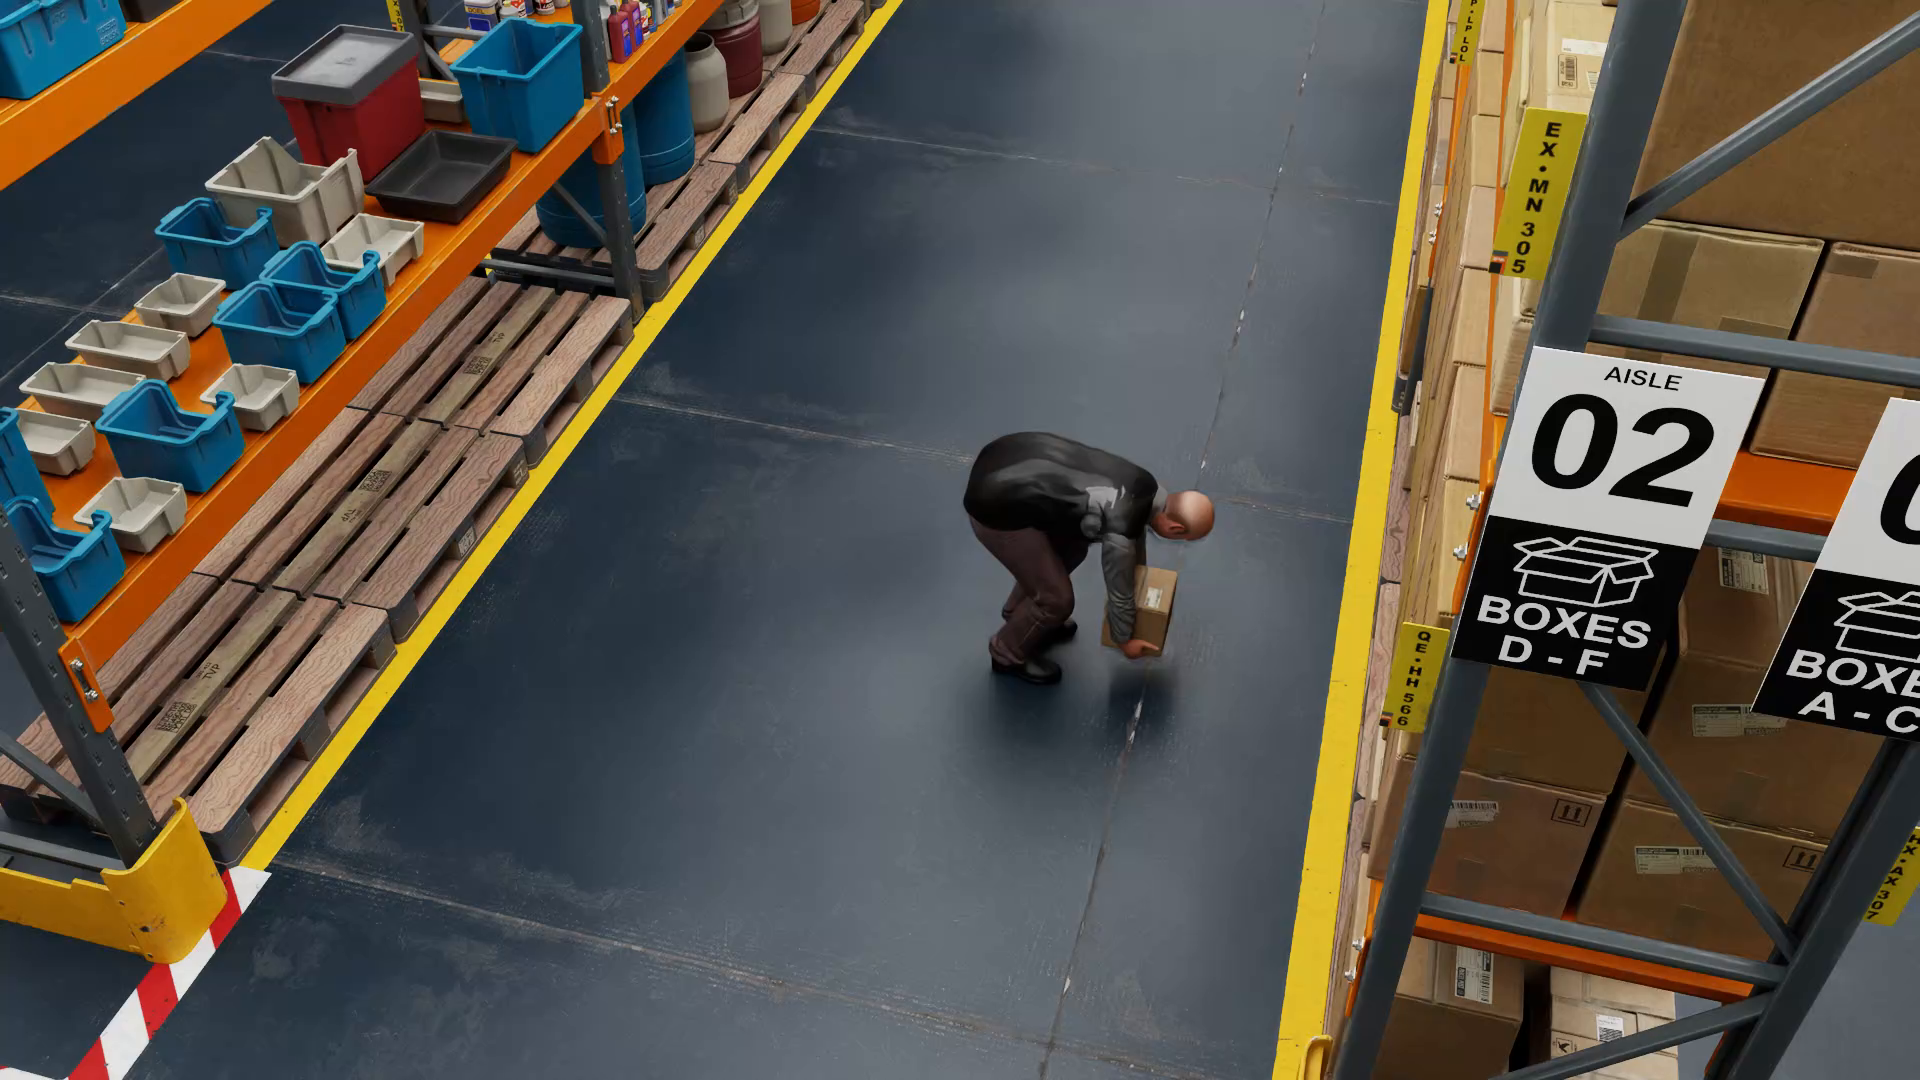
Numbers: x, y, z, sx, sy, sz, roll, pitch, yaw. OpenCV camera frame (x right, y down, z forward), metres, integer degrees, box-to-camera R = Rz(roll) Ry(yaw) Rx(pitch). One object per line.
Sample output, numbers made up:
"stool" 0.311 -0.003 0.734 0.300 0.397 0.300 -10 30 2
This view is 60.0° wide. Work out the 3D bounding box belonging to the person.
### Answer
"person" 0.498 0.089 6.590 0.959 1.048 0.484 8 41 10
